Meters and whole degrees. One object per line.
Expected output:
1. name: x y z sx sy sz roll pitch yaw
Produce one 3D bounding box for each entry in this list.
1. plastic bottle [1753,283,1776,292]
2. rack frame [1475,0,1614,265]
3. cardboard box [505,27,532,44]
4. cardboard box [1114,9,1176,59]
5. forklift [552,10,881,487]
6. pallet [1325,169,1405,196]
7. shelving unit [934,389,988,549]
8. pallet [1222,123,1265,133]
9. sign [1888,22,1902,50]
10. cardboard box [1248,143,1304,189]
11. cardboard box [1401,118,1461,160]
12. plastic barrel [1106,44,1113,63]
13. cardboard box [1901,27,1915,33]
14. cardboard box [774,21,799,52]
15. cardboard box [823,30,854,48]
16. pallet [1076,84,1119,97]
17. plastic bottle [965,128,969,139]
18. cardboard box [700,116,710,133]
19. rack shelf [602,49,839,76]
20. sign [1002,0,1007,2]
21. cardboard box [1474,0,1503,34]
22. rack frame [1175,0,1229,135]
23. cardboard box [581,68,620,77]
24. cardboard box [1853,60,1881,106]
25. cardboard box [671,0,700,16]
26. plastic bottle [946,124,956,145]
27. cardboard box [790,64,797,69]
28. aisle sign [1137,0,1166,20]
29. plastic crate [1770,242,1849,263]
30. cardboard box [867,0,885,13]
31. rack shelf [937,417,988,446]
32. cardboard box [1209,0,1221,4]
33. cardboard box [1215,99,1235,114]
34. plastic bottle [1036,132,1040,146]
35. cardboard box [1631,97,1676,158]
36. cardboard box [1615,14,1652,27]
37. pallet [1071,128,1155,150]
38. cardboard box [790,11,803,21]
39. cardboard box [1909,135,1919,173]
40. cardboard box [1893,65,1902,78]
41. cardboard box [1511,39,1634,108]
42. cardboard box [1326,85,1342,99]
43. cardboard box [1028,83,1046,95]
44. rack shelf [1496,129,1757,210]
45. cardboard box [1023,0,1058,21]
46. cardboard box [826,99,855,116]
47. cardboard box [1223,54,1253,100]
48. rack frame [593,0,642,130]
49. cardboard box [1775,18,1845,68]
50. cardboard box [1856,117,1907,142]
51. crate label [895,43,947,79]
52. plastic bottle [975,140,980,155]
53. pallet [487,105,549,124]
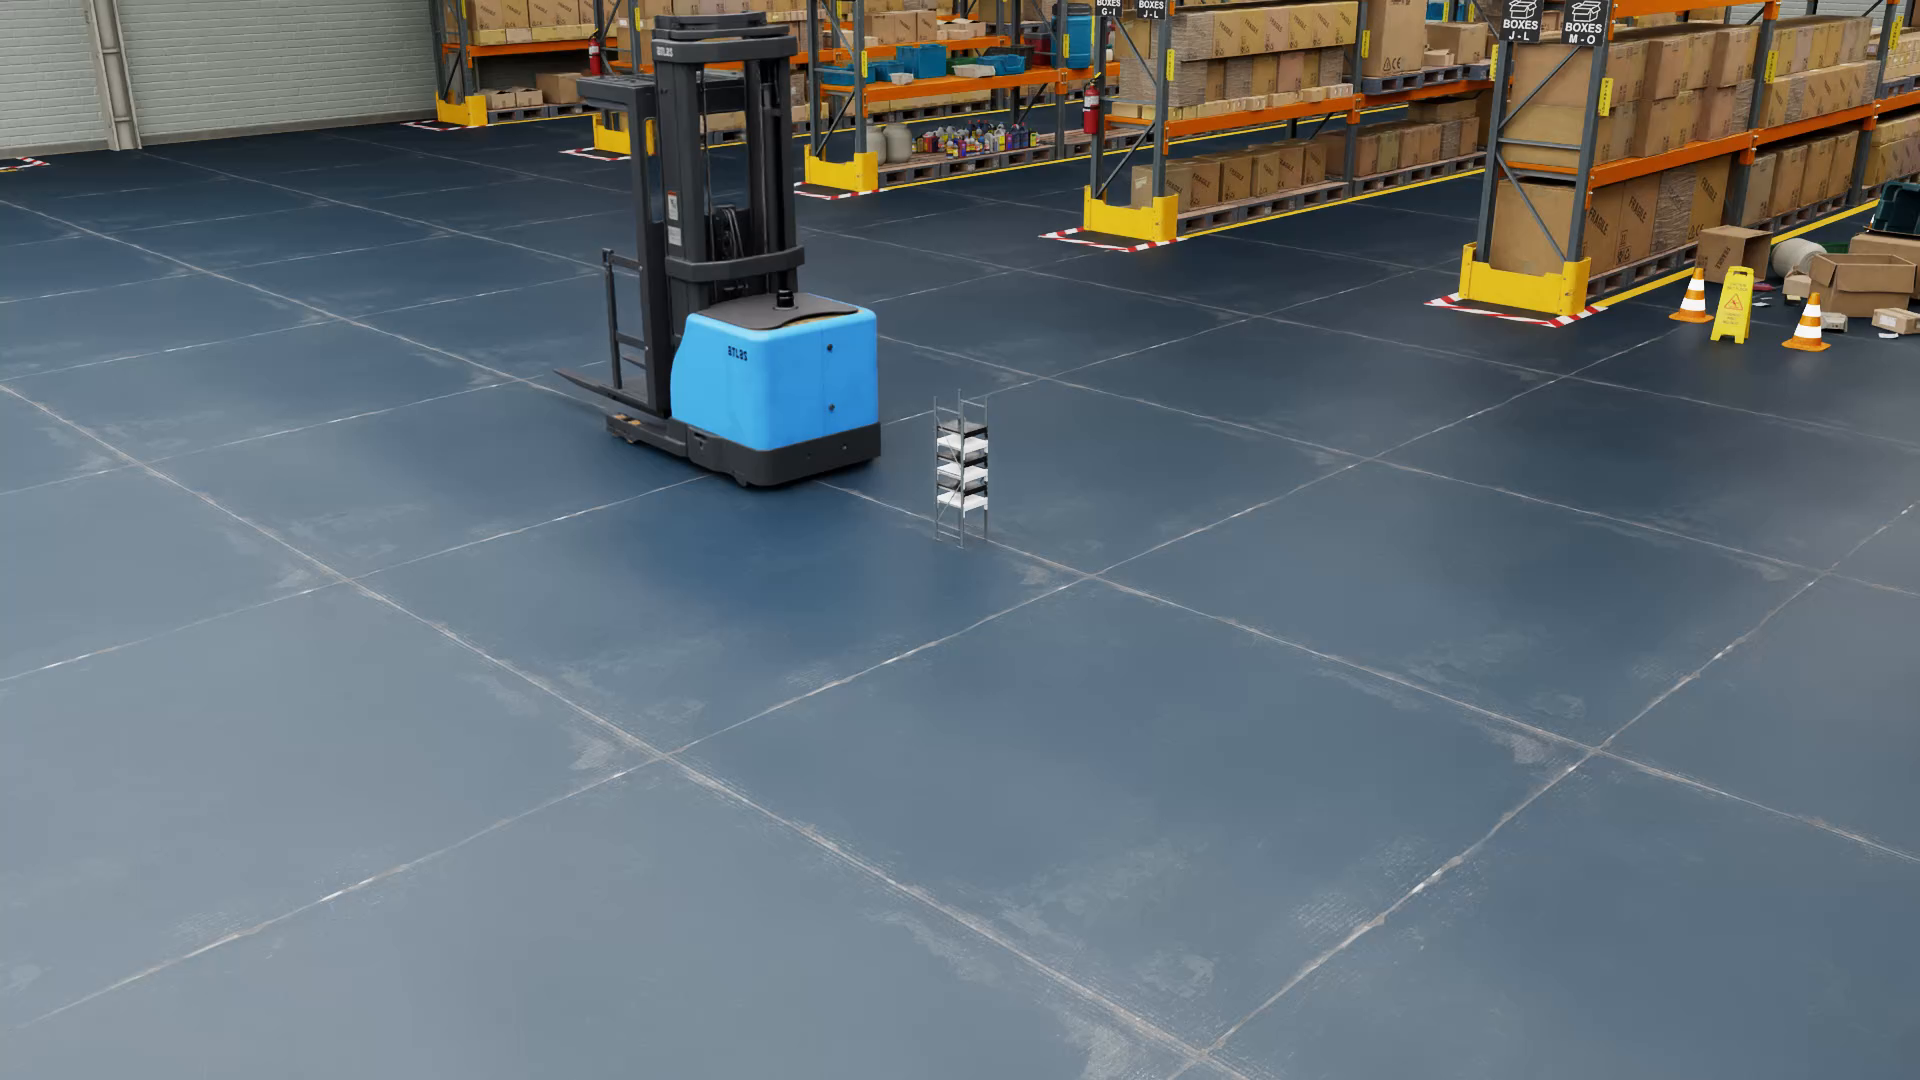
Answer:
1. plastic bottle: 7.954 -2.516 16.535 0.283 0.061 0.133 9 23 23
2. rack frame: 5.400 -3.678 15.463 1.000 3.000 0.127 19 28 41
3. cardboard box: -7.810 -8.787 28.936 0.500 0.250 0.500 18 28 39
4. cardboard box: 2.124 -5.801 19.038 0.500 0.500 0.500 19 28 41
5. forklift: -1.901 -2.164 11.620 1.130 2.935 3.031 -18 27 -39
6. pallet: 5.250 -4.873 22.457 1.003 0.211 1.213 19 28 41
7. shelving unit: 0.006 -0.422 9.919 0.258 0.900 0.210 19 28 41
8. pallet: 4.469 -7.153 28.391 1.003 0.211 1.213 19 28 41
9. sign: 11.381 -6.137 20.246 0.100 0.325 0.005 19 28 41
10. cardboard box: 4.006 -4.761 21.179 0.500 0.500 0.500 -11 23 -25
11. cardboard box: 6.667 -5.717 23.640 0.700 0.500 0.500 16 26 36
12. plastic barrel: 2.192 -7.451 25.471 0.301 0.262 0.301 0 21 0
13. cardboard box: 13.167 -7.133 23.388 0.250 0.149 0.380 -18 28 -39
14. cardboard box: -3.056 -8.248 27.213 0.700 0.500 0.500 19 28 40
15. cardboard box: -2.075 -8.522 28.273 0.500 0.250 0.500 -18 27 -39
16. pallet: 2.653 -8.990 33.171 1.003 0.211 1.213 19 28 41
17. plastic bottle: 0.091 -5.946 24.553 0.097 0.271 0.097 0 21 0
18. cardboard box: -4.298 -6.550 26.182 0.500 0.250 0.500 19 28 41
19. rack shelf: -3.783 -7.604 26.680 1.077 0.370 4.000 19 28 41
20. sign: 0.803 -9.885 29.997 0.100 0.325 0.005 19 28 41
21. cardboard box: 8.020 -7.701 24.391 0.637 0.503 0.797 -19 28 -40
22. rack frame: 3.949 -8.242 27.336 1.000 3.000 0.127 19 28 41
23. cardboard box: -6.635 -8.455 30.761 0.500 0.500 0.500 17 27 37
24. cardboard box: 10.859 -5.598 20.319 0.500 0.500 0.500 19 28 41
25. cardboard box: -4.443 -8.345 25.657 0.700 0.500 0.500 18 28 39
26. plastic bottle: -0.130 -5.921 24.377 0.144 0.351 0.185 19 28 40
27. cardboard box: -3.614 -9.562 33.641 0.500 0.500 0.700 -20 29 -41
28. aisle sign: 2.089 -6.068 18.057 0.394 0.787 0.004 19 28 41
29. plastic crate: 9.008 -3.048 17.663 0.662 0.188 0.450 -6 12 -15
30. cardboard box: -1.908 -11.236 34.546 0.500 0.500 0.500 19 28 40
31. rack shelf: 0.006 -0.643 9.834 0.258 0.077 0.200 19 28 41
32. cardboard box: 5.155 -11.141 34.740 0.500 0.500 0.500 20 28 41
33. cardboard box: 2.999 -5.094 19.496 0.380 0.149 0.250 19 28 41
34. plastic bottle: 1.129 -5.941 24.638 0.097 0.201 0.097 0 21 0
35. cardboard box: 6.475 -4.114 16.389 0.875 0.550 0.550 19 28 41
36. cardboard box: 10.806 -8.508 26.779 0.500 0.500 0.500 19 28 41
37. pallet: 2.530 -6.438 26.531 1.003 0.211 1.213 19 28 41
38. cardboard box: -2.779 -8.549 27.092 0.380 0.149 0.250 18 28 39
39. cardboard box: 12.717 -5.276 22.520 0.500 0.500 0.500 18 28 40
40. cardboard box: 11.813 -6.016 21.311 0.250 0.149 0.380 -18 28 -39
41. cardboard box: 5.687 -4.338 15.465 0.875 0.550 0.550 19 28 41
42. cardboard box: 4.587 -5.666 20.984 0.380 0.149 0.250 19 28 41
43. cardboard box: 1.286 -8.702 31.405 0.500 0.500 0.500 18 27 39
44. rack shelf: 6.796 -3.856 16.930 1.077 0.370 4.000 19 28 41
45. cardboard box: 1.536 -10.102 31.452 0.500 0.500 0.700 -14 25 -32
46. cardboard box: -1.929 -7.408 28.415 0.500 0.250 0.500 18 28 39
47. cardboard box: 2.963 -5.542 19.758 0.875 0.500 0.500 19 28 41
48. rack frame: -5.178 -7.426 25.214 1.000 3.000 0.127 19 28 41
49. cardboard box: 9.953 -5.872 19.639 0.700 0.500 0.500 19 28 40
50. cardboard box: 11.989 -5.361 21.695 0.500 0.250 0.500 19 28 40
51. crate label: -0.541 -6.742 23.386 0.502 0.435 0.616 19 28 41
52. plastic bottle: 0.234 -5.612 23.781 0.097 0.201 0.097 0 21 0
53. pallet: -8.085 -7.583 29.508 1.003 0.211 1.213 19 28 41
